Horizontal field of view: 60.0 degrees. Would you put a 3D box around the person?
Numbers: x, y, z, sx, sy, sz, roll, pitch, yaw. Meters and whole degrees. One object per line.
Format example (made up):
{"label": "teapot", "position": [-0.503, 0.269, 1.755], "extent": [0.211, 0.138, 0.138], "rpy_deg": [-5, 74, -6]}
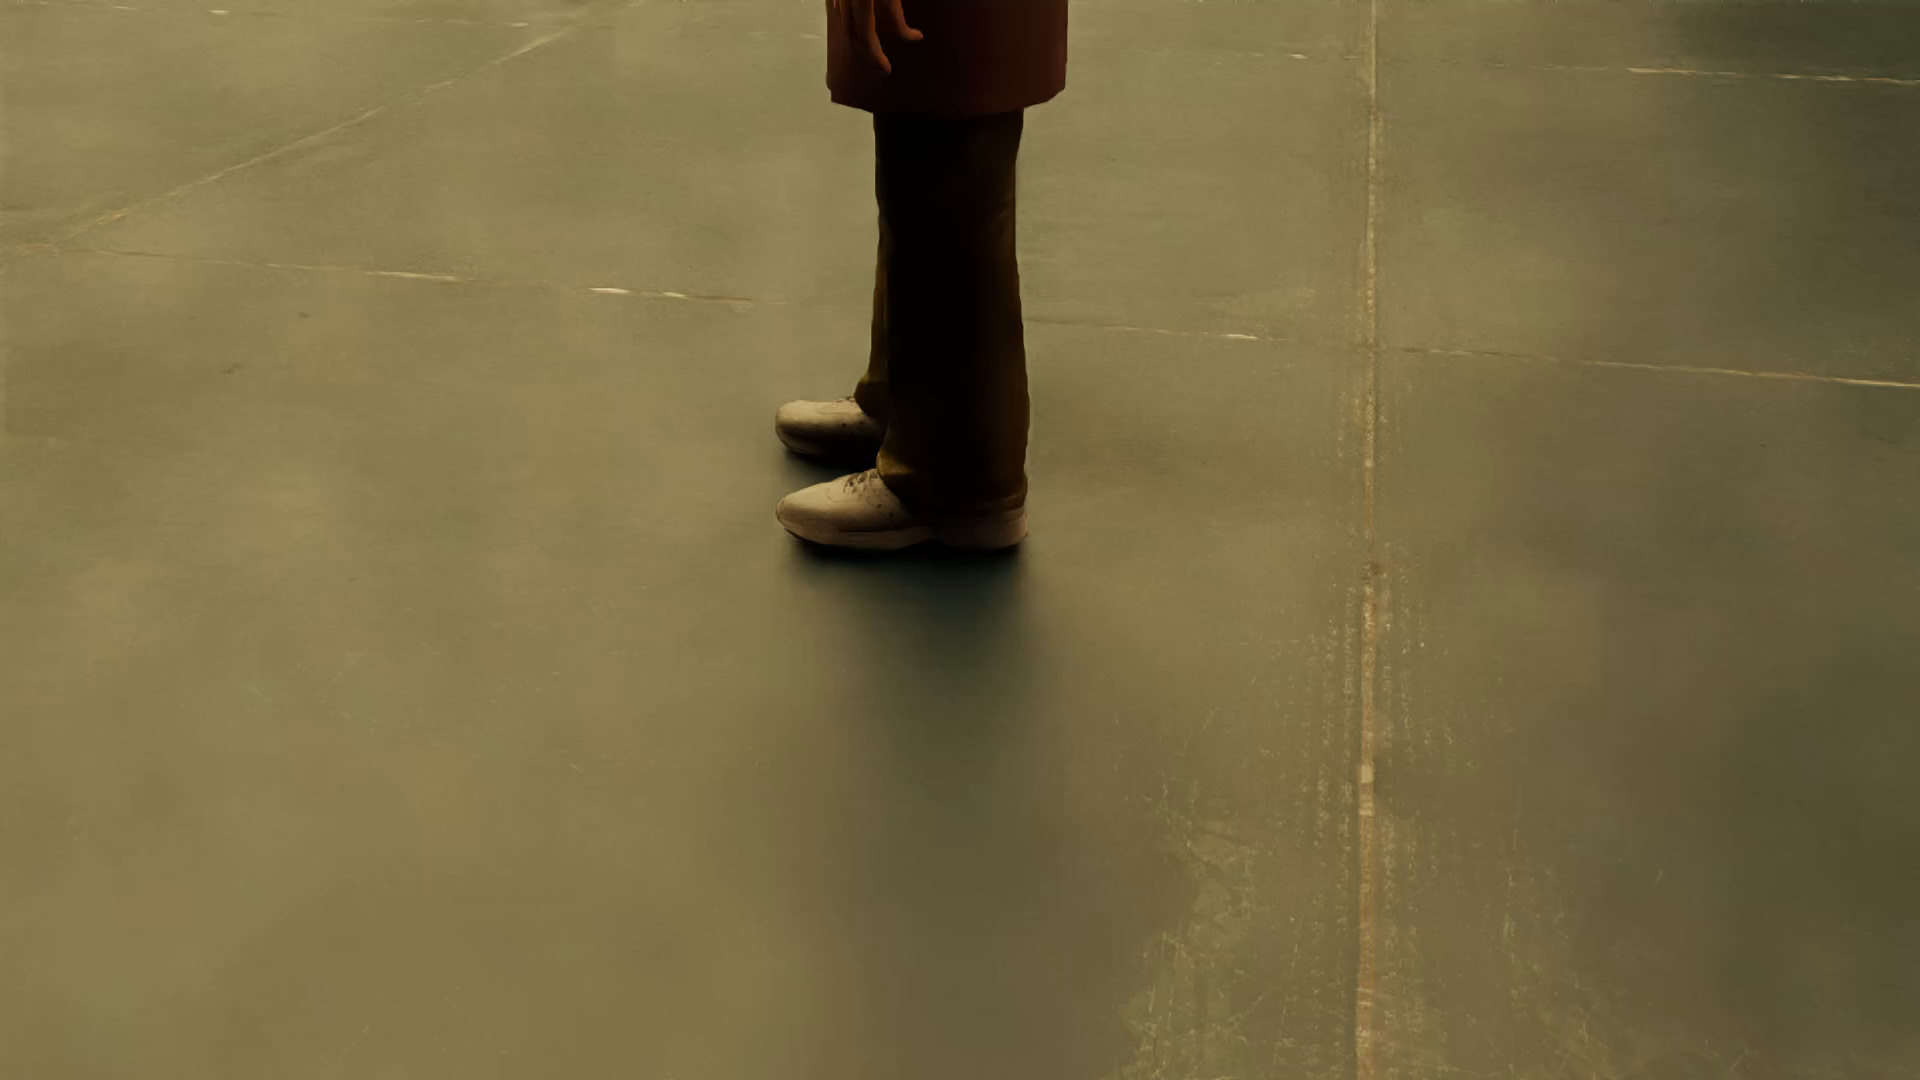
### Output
{"label": "person", "position": [-0.088, -0.811, 2.118], "extent": [0.580, 1.776, 0.694], "rpy_deg": [6, 27, 11]}
